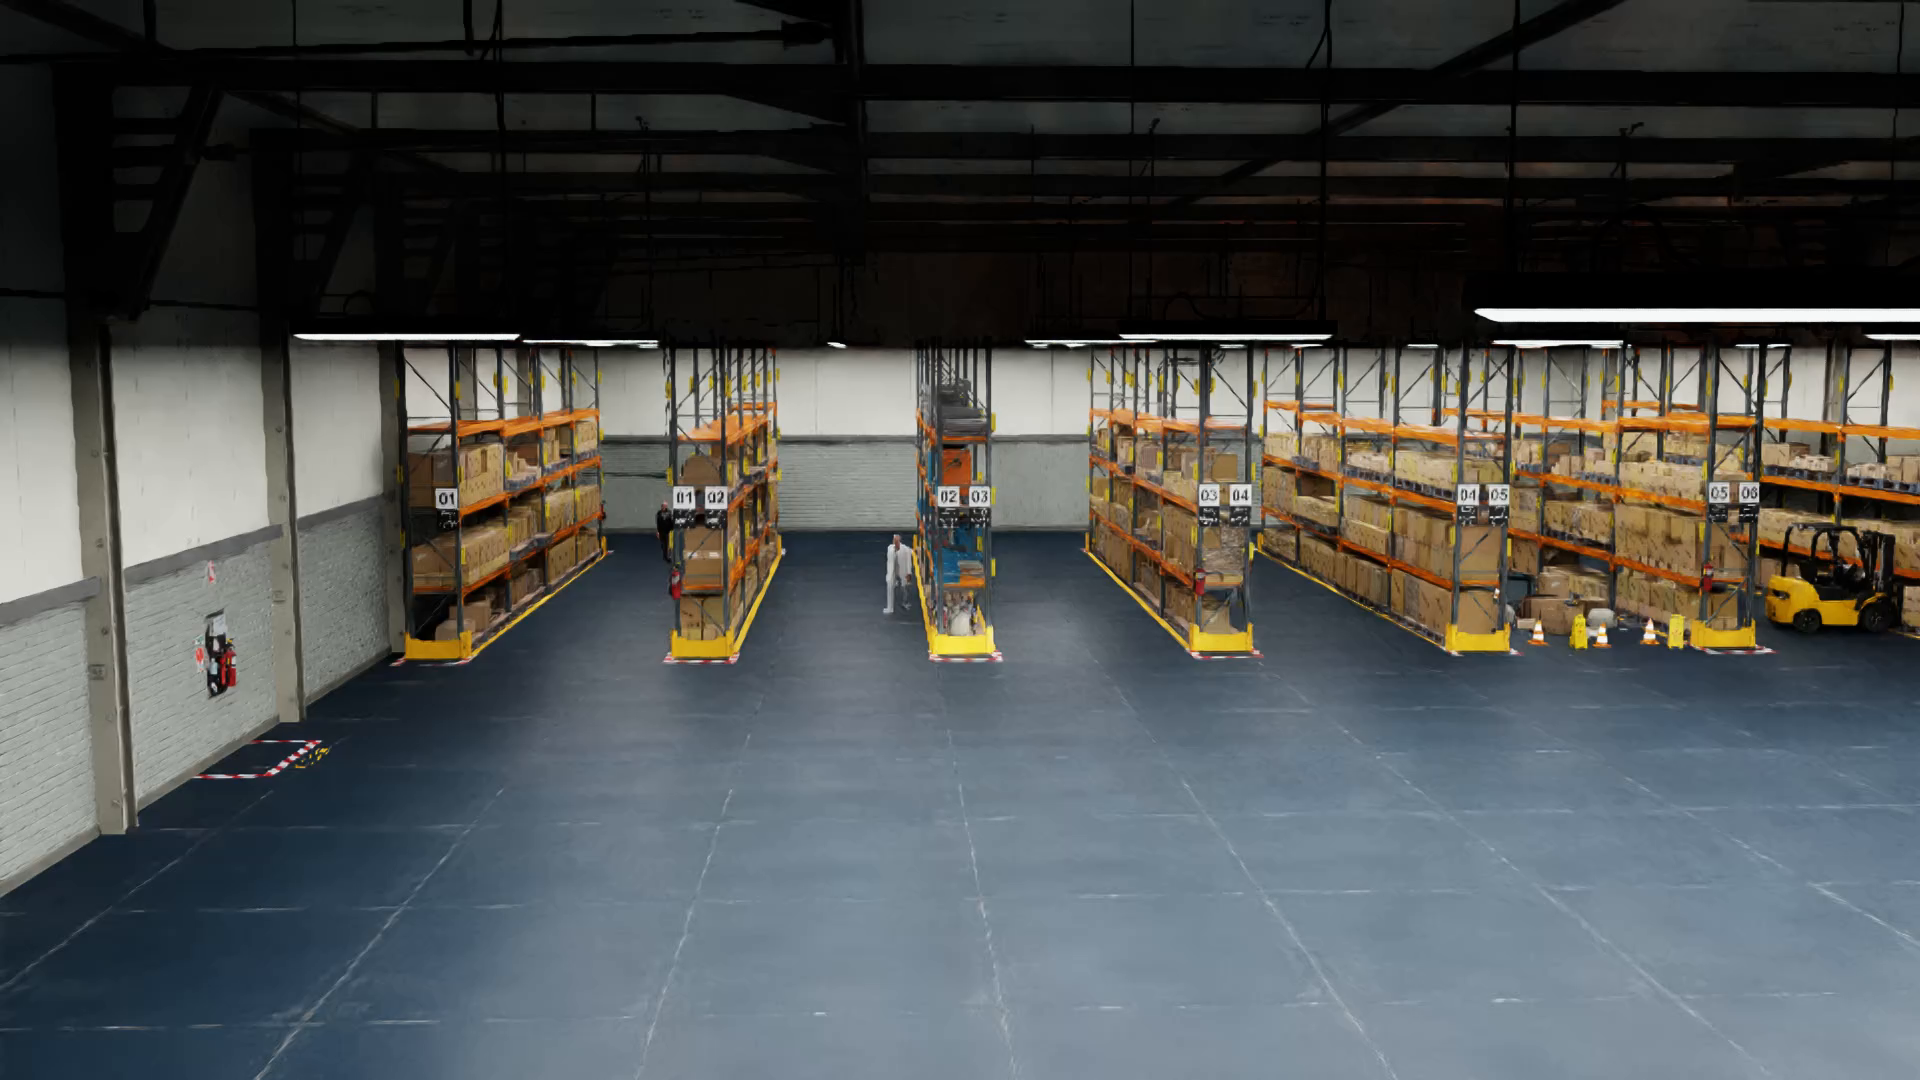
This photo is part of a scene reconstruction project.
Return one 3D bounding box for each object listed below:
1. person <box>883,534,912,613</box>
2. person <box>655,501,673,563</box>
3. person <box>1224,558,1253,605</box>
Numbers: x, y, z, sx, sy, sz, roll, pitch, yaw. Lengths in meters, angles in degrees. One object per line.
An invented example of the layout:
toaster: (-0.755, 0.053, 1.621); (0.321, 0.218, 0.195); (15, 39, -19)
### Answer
person: (-1.338, 0.715, 36.522); (0.616, 1.735, 1.017); (2, 7, 13)
person: (-8.027, -0.239, 45.219); (0.543, 1.648, 1.115); (0, 6, -1)
person: (6.233, 0.640, 37.359); (0.719, 1.714, 0.578); (-1, 7, -5)
